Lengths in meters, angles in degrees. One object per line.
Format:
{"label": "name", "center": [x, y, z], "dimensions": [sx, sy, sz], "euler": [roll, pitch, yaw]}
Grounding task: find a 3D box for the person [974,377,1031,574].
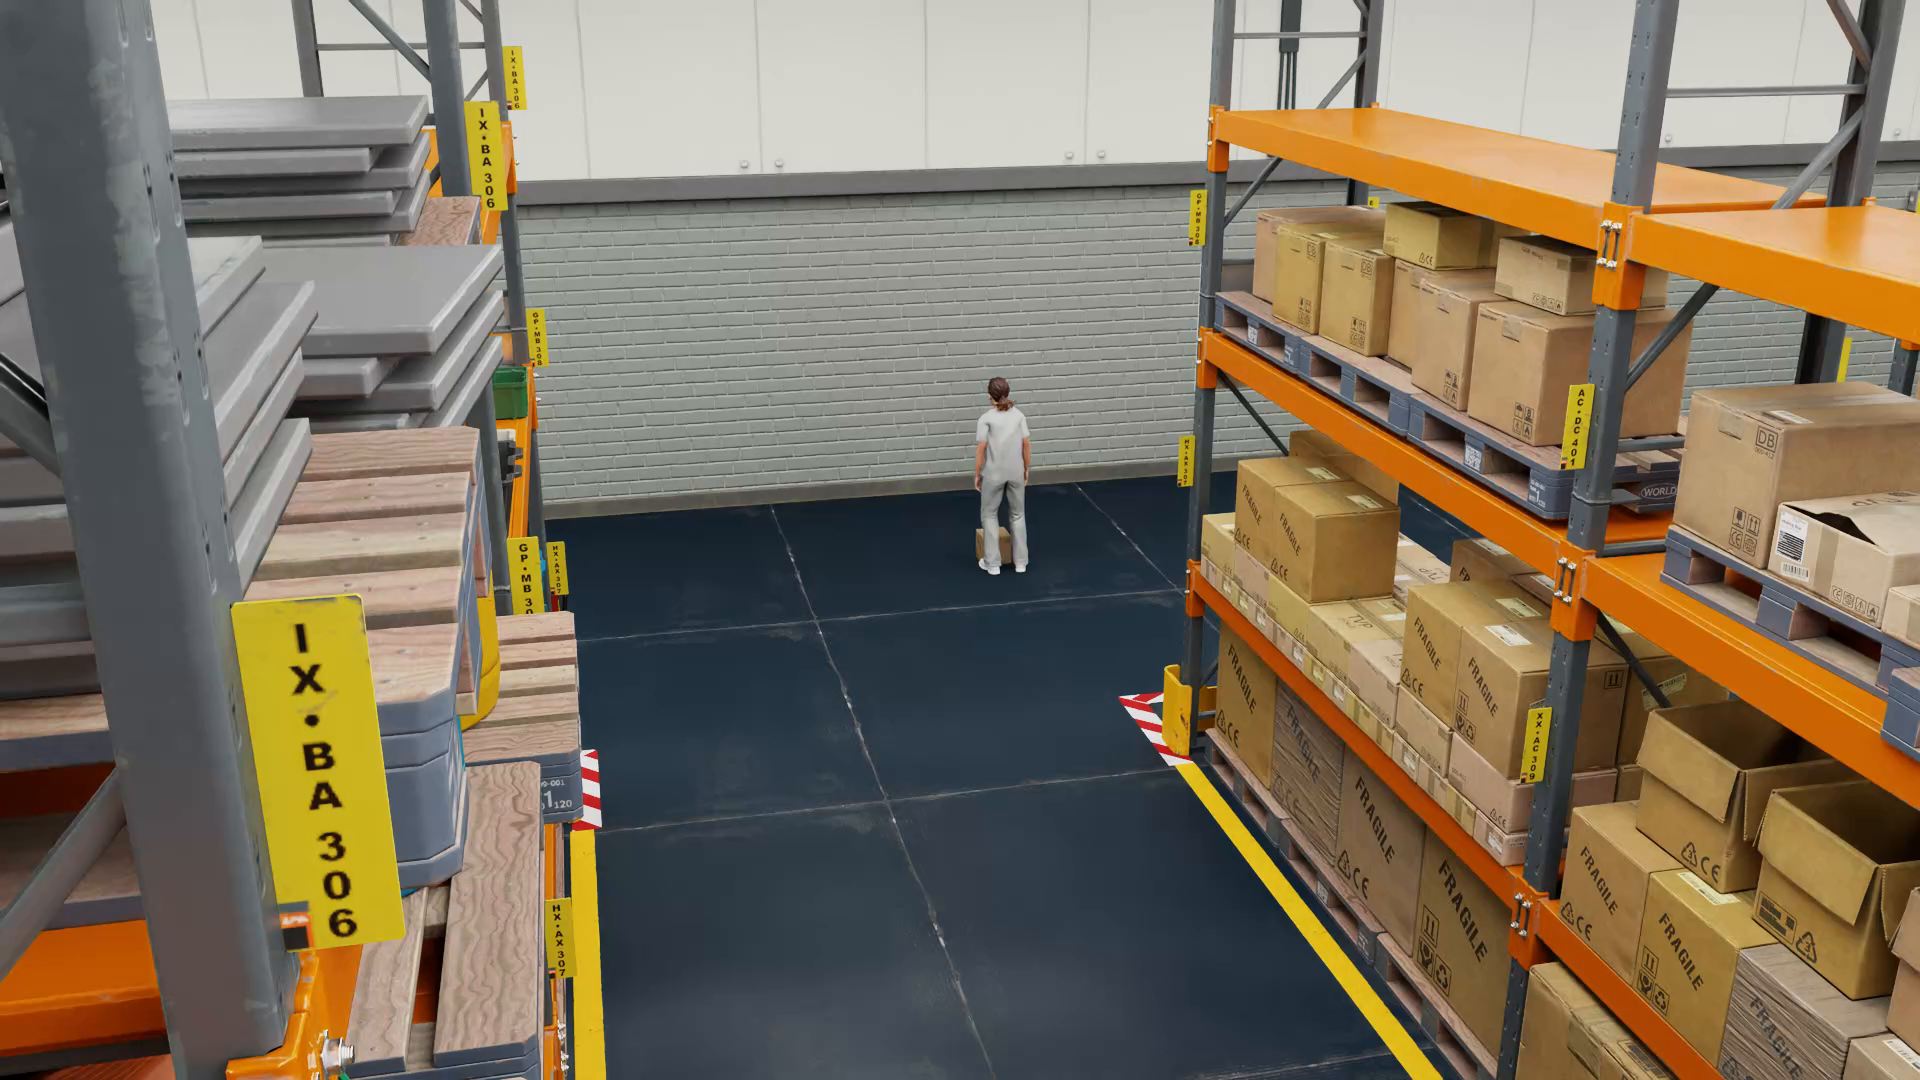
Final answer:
{"label": "person", "center": [0.354, -0.533, 13.852], "dimensions": [0.504, 1.666, 0.364], "euler": [-6, 20, -15]}
